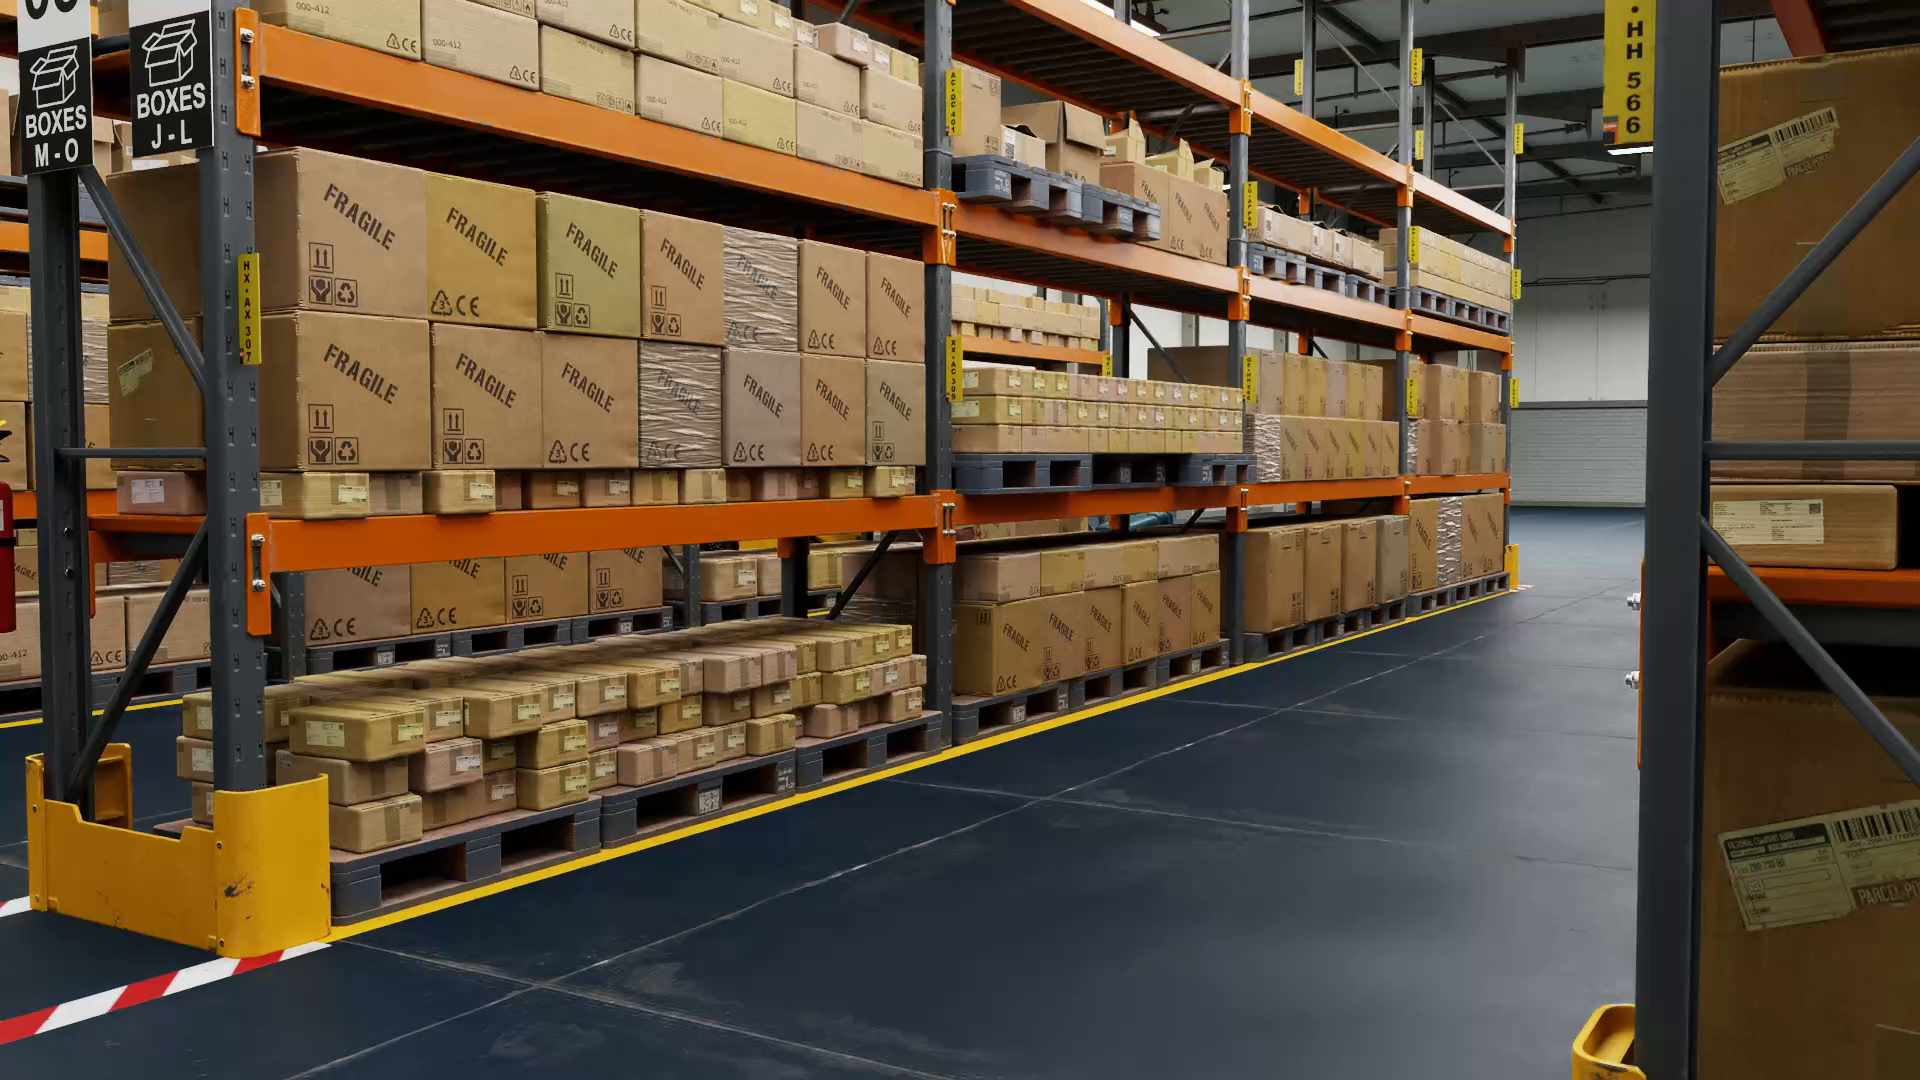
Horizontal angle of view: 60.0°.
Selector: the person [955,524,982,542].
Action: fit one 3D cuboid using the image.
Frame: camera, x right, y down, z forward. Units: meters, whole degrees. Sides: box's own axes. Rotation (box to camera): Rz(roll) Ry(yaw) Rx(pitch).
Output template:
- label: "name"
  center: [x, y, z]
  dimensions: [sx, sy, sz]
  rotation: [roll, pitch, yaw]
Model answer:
- label: "person"
  center: [-0.025, -0.088, 14.798]
  dimensions: [0.498, 1.672, 0.360]
  rotation: [2, 3, 31]
